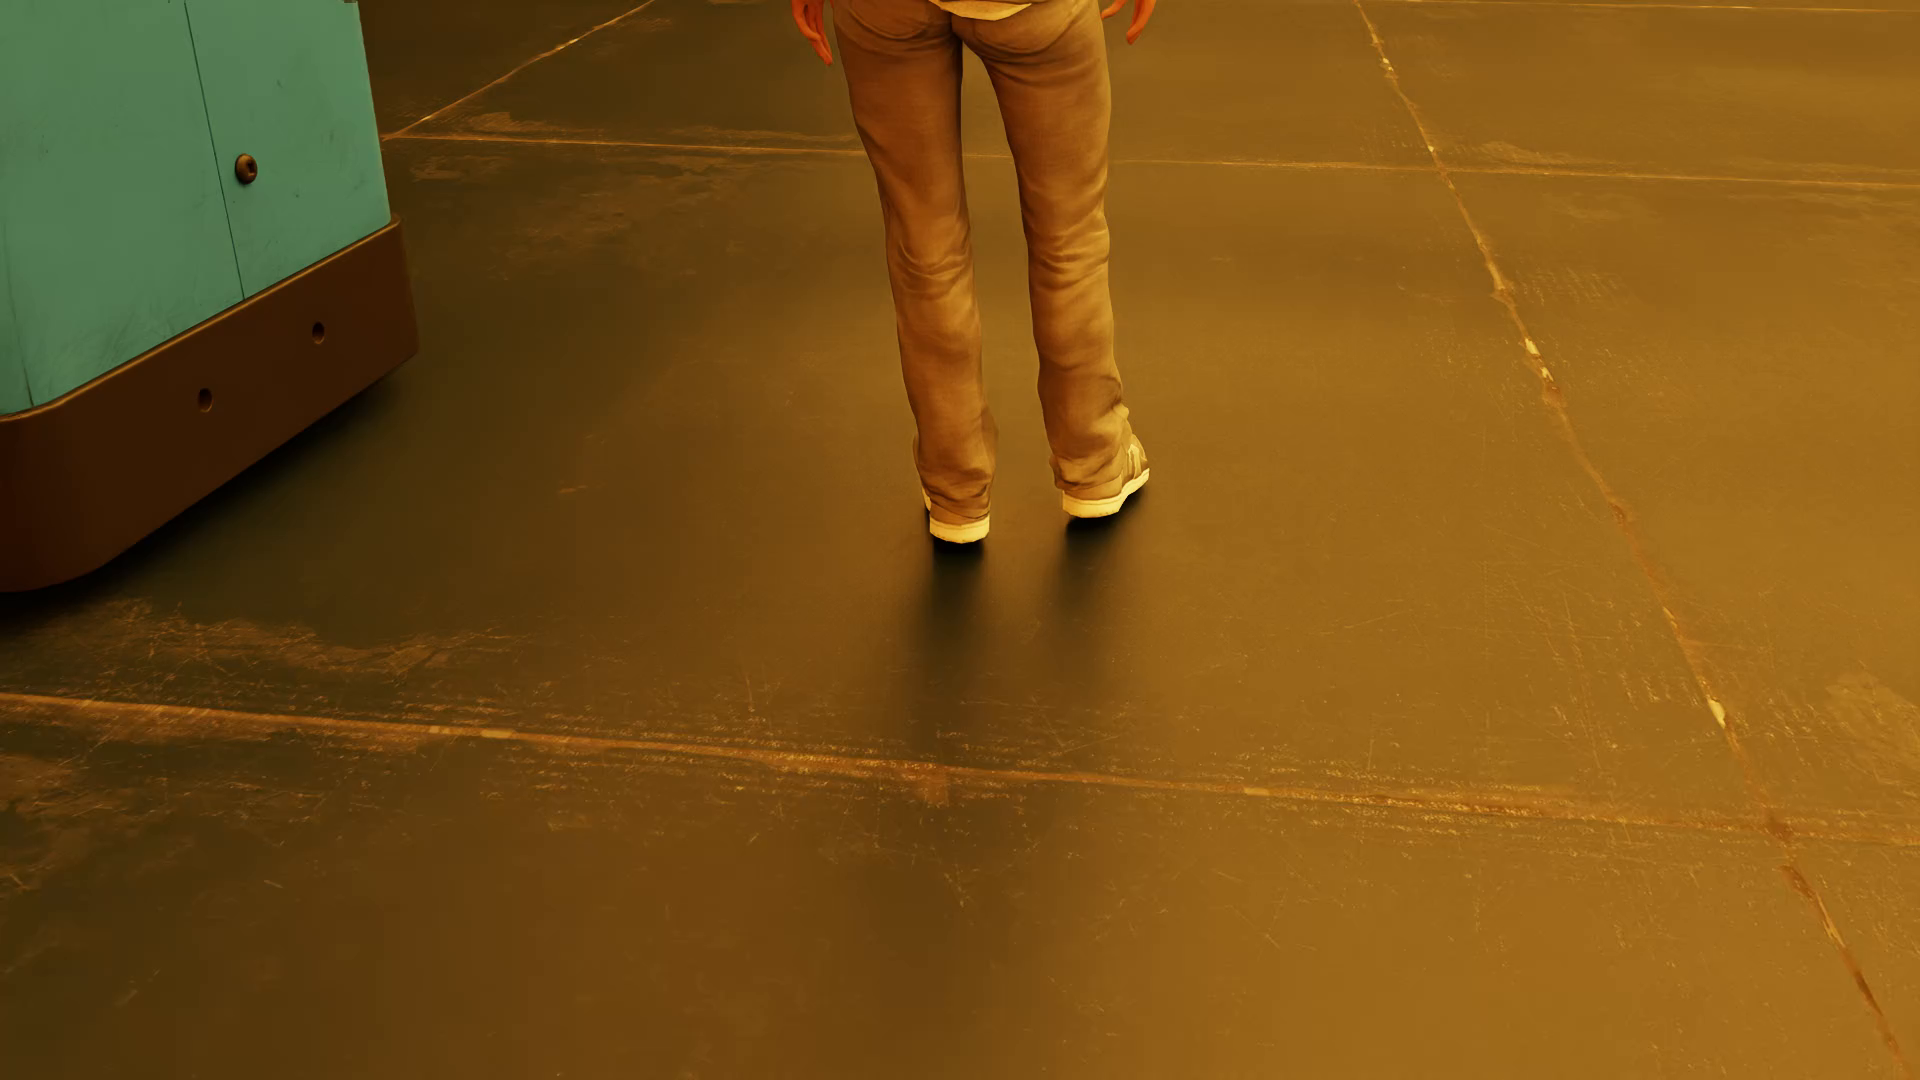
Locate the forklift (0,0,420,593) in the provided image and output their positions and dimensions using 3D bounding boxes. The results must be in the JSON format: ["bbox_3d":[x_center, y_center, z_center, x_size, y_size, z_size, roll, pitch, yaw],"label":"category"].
[{"bbox_3d":[-2.557,-1.540,2.304,3.031,2.935,1.130,6,27,11],"label":"forklift"}]

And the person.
[{"bbox_3d":[0.024,-0.753,2.204,0.519,1.598,0.474,3,27,7],"label":"person"}]
